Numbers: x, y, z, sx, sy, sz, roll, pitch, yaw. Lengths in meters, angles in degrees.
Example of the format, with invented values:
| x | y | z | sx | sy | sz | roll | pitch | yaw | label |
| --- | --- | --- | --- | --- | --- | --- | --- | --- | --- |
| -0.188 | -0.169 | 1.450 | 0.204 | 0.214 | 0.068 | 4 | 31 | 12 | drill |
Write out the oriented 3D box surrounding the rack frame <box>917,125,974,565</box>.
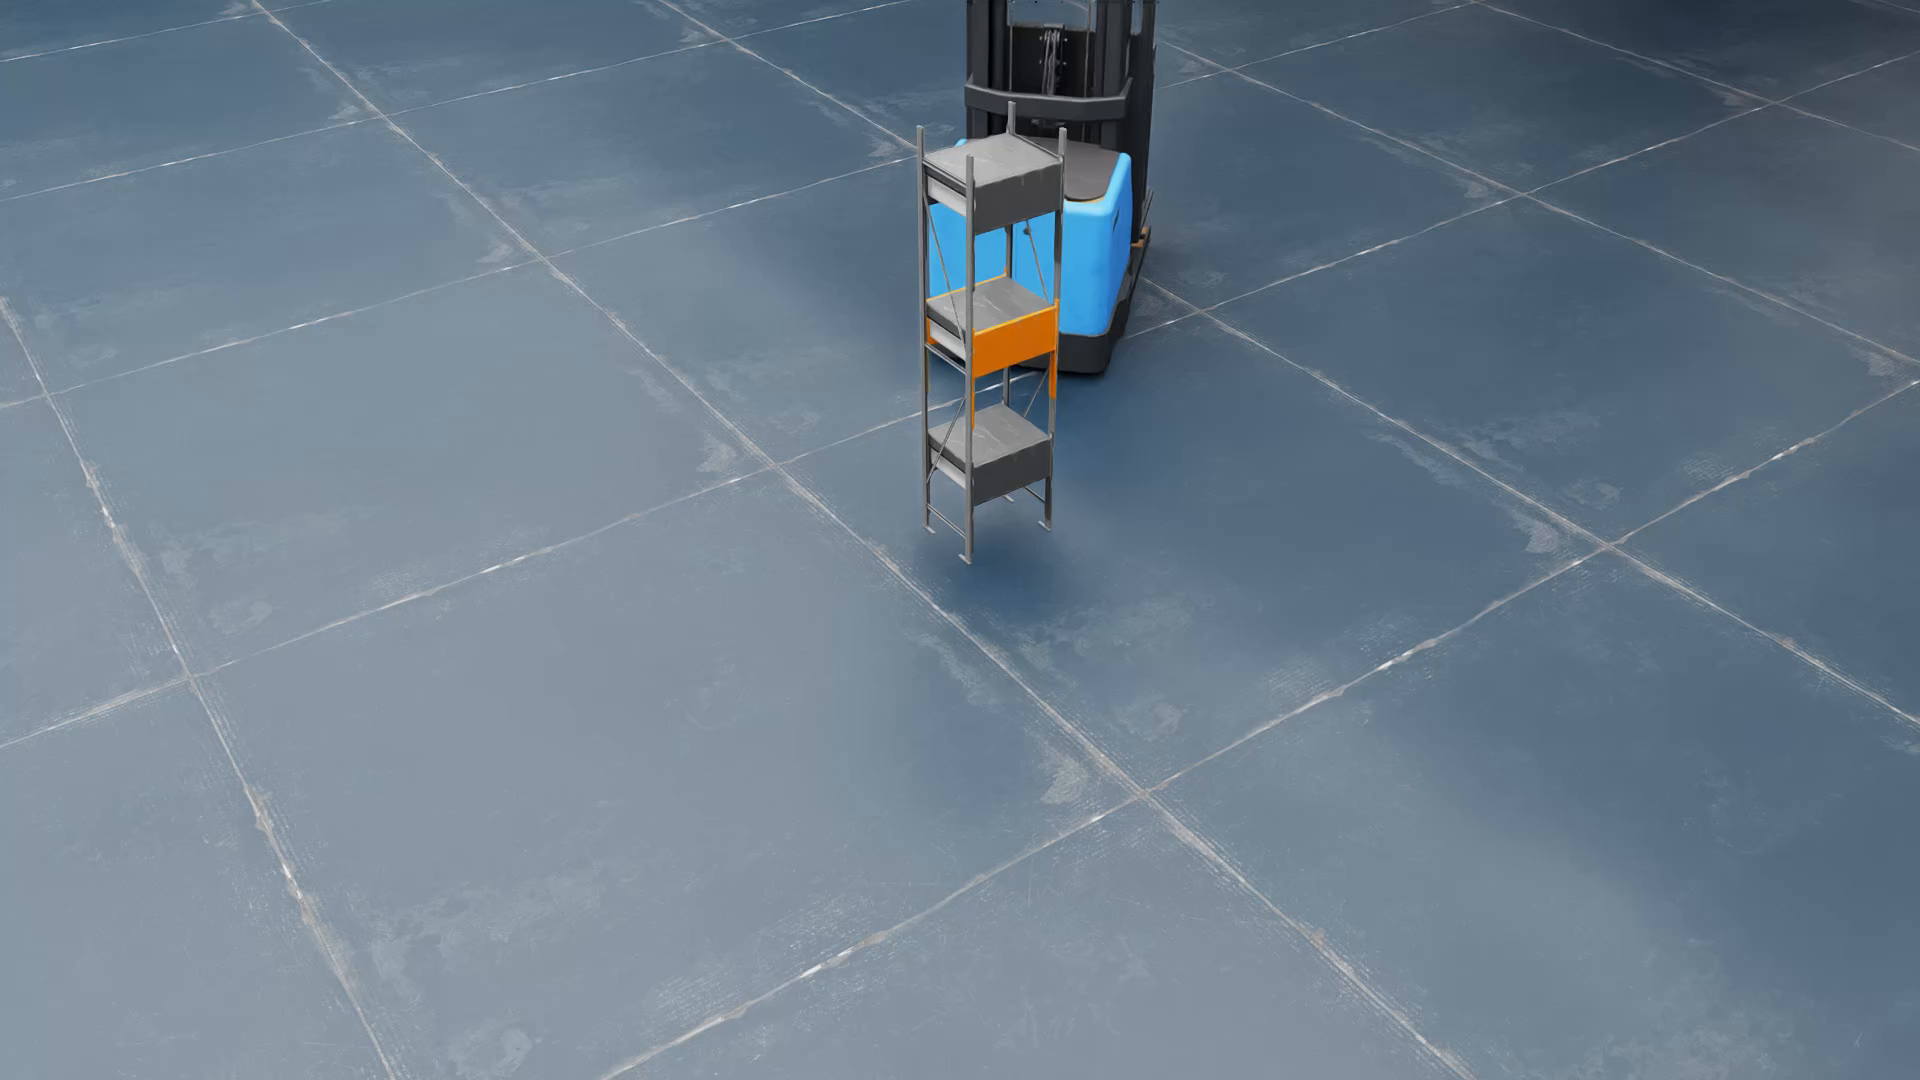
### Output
| x | y | z | sx | sy | sz | roll | pitch | yaw | label |
| --- | --- | --- | --- | --- | --- | --- | --- | --- | --- |
| -0.064 | -0.826 | 7.600 | 0.015 | 2.100 | 0.400 | -22 | 41 | -28 | rack frame |

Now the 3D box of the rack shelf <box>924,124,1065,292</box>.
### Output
| x | y | z | sx | sy | sz | roll | pitch | yaw | label |
| --- | --- | --- | --- | --- | --- | --- | --- | --- | --- |
| 0.135 | -1.465 | 7.314 | 0.480 | 0.518 | 0.431 | -22 | 41 | -28 | rack shelf |

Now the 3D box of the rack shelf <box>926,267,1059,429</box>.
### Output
| x | y | z | sx | sy | sz | roll | pitch | yaw | label |
| --- | --- | --- | --- | --- | --- | --- | --- | --- | --- |
| 0.135 | -0.897 | 7.722 | 0.480 | 0.518 | 0.431 | -22 | 41 | -28 | rack shelf |

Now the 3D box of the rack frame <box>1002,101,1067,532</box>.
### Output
| x | y | z | sx | sy | sz | roll | pitch | yaw | label |
| --- | --- | --- | --- | --- | --- | --- | --- | --- | --- |
| 0.335 | -0.990 | 7.828 | 0.015 | 2.100 | 0.400 | -22 | 41 | -28 | rack frame |

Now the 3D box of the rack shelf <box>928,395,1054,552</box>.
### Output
| x | y | z | sx | sy | sz | roll | pitch | yaw | label |
| --- | --- | --- | --- | --- | --- | --- | --- | --- | --- |
| 0.135 | -0.329 | 8.131 | 0.480 | 0.518 | 0.431 | -22 | 41 | -28 | rack shelf |

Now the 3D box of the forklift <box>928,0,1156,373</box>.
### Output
| x | y | z | sx | sy | sz | roll | pitch | yaw | label |
| --- | --- | --- | --- | --- | --- | --- | --- | --- | --- |
| 0.632 | -2.995 | 9.904 | 1.130 | 2.935 | 3.031 | 7 | 36 | 10 | forklift |

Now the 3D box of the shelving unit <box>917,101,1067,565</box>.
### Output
| x | y | z | sx | sy | sz | roll | pitch | yaw | label |
| --- | --- | --- | --- | --- | --- | --- | --- | --- | --- |
| 0.135 | -0.908 | 7.714 | 0.503 | 2.100 | 0.431 | -22 | 41 | -28 | shelving unit |
